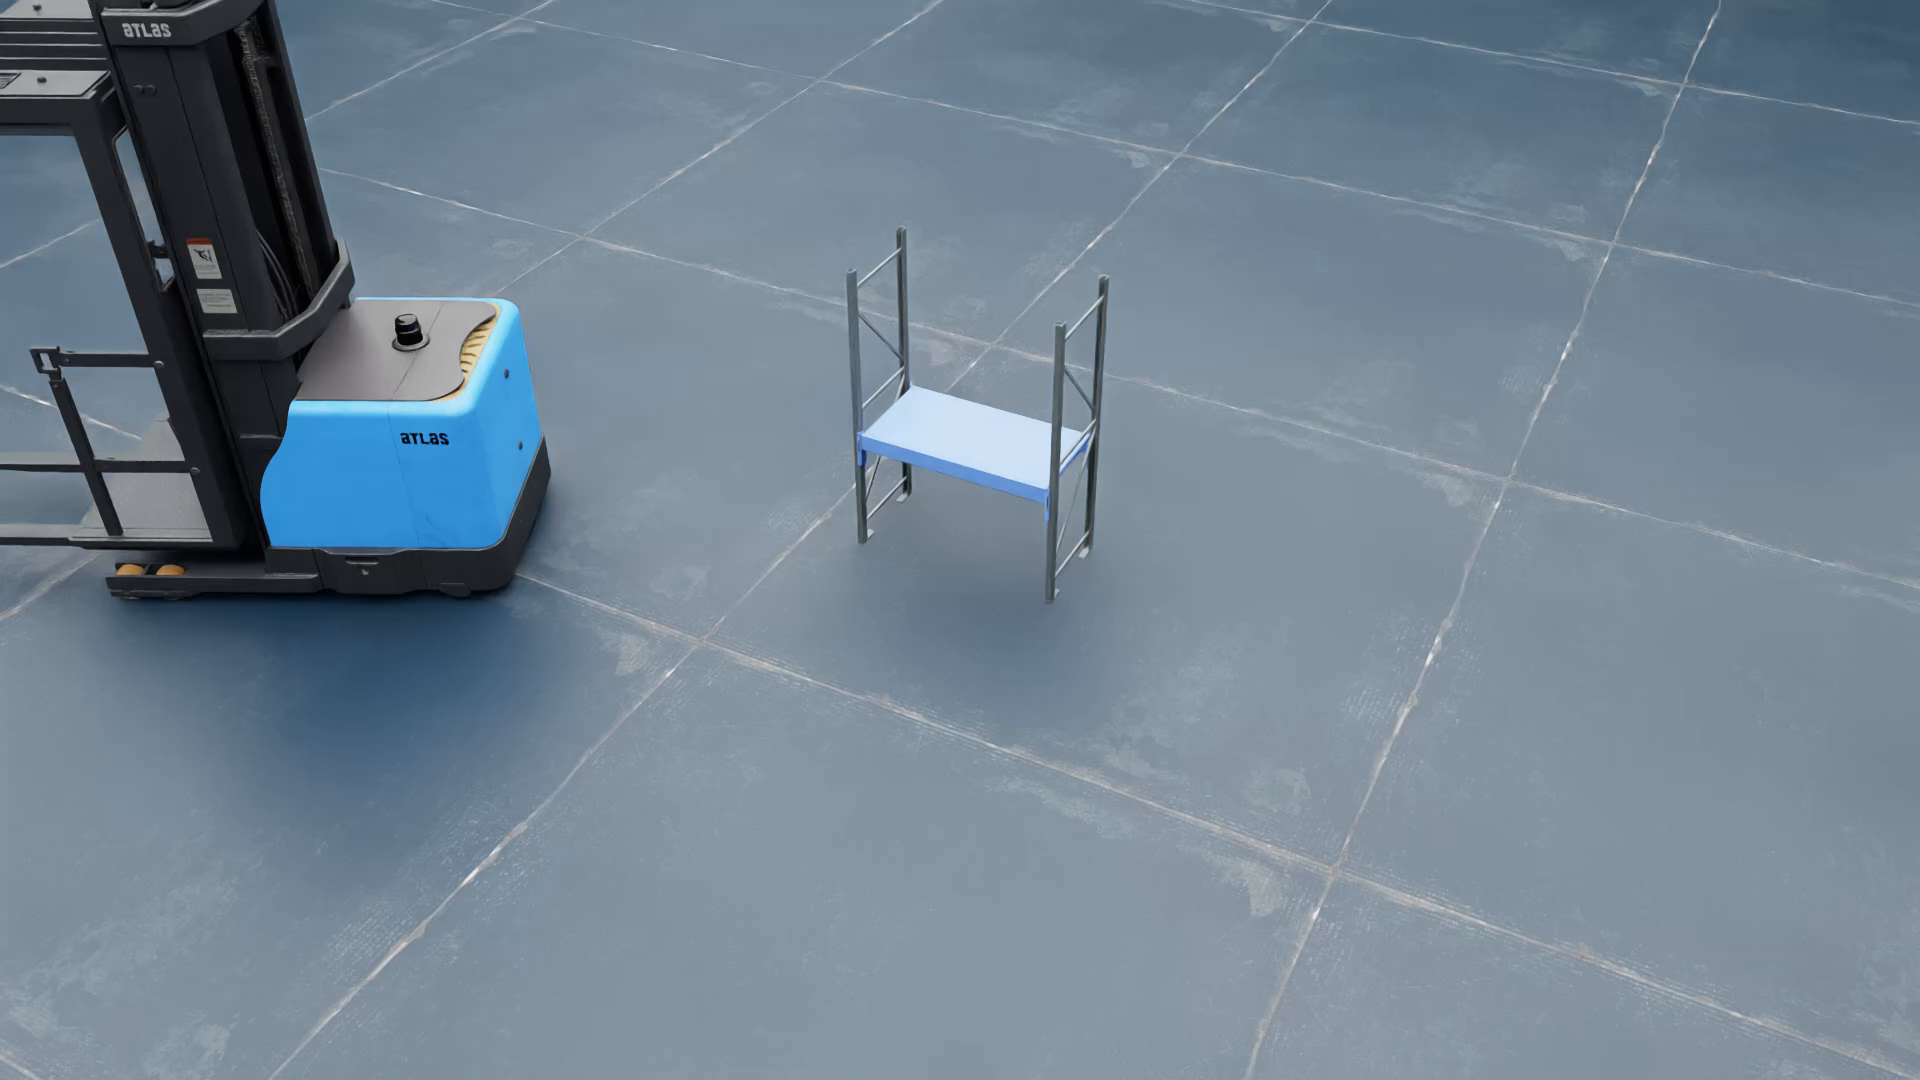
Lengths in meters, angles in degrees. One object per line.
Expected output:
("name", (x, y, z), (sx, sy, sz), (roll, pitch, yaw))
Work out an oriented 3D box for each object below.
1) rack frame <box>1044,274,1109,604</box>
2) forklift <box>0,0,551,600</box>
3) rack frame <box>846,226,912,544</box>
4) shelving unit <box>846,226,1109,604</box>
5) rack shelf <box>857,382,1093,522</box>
("rack frame", (0.527, -0.432, 7.579), (0.032, 1.500, 0.500), (17, 41, 21))
("forklift", (-3.630, -1.204, 7.412), (3.031, 2.935, 1.130), (1, 37, 1))
("rack frame", (-0.376, -0.715, 7.952), (0.032, 1.500, 0.500), (17, 41, 21))
("shelving unit", (0.076, -0.574, 7.765), (1.048, 1.500, 0.538), (17, 41, 21))
("rack shelf", (0.076, -0.430, 7.874), (1.000, 0.185, 0.538), (17, 41, 21))
